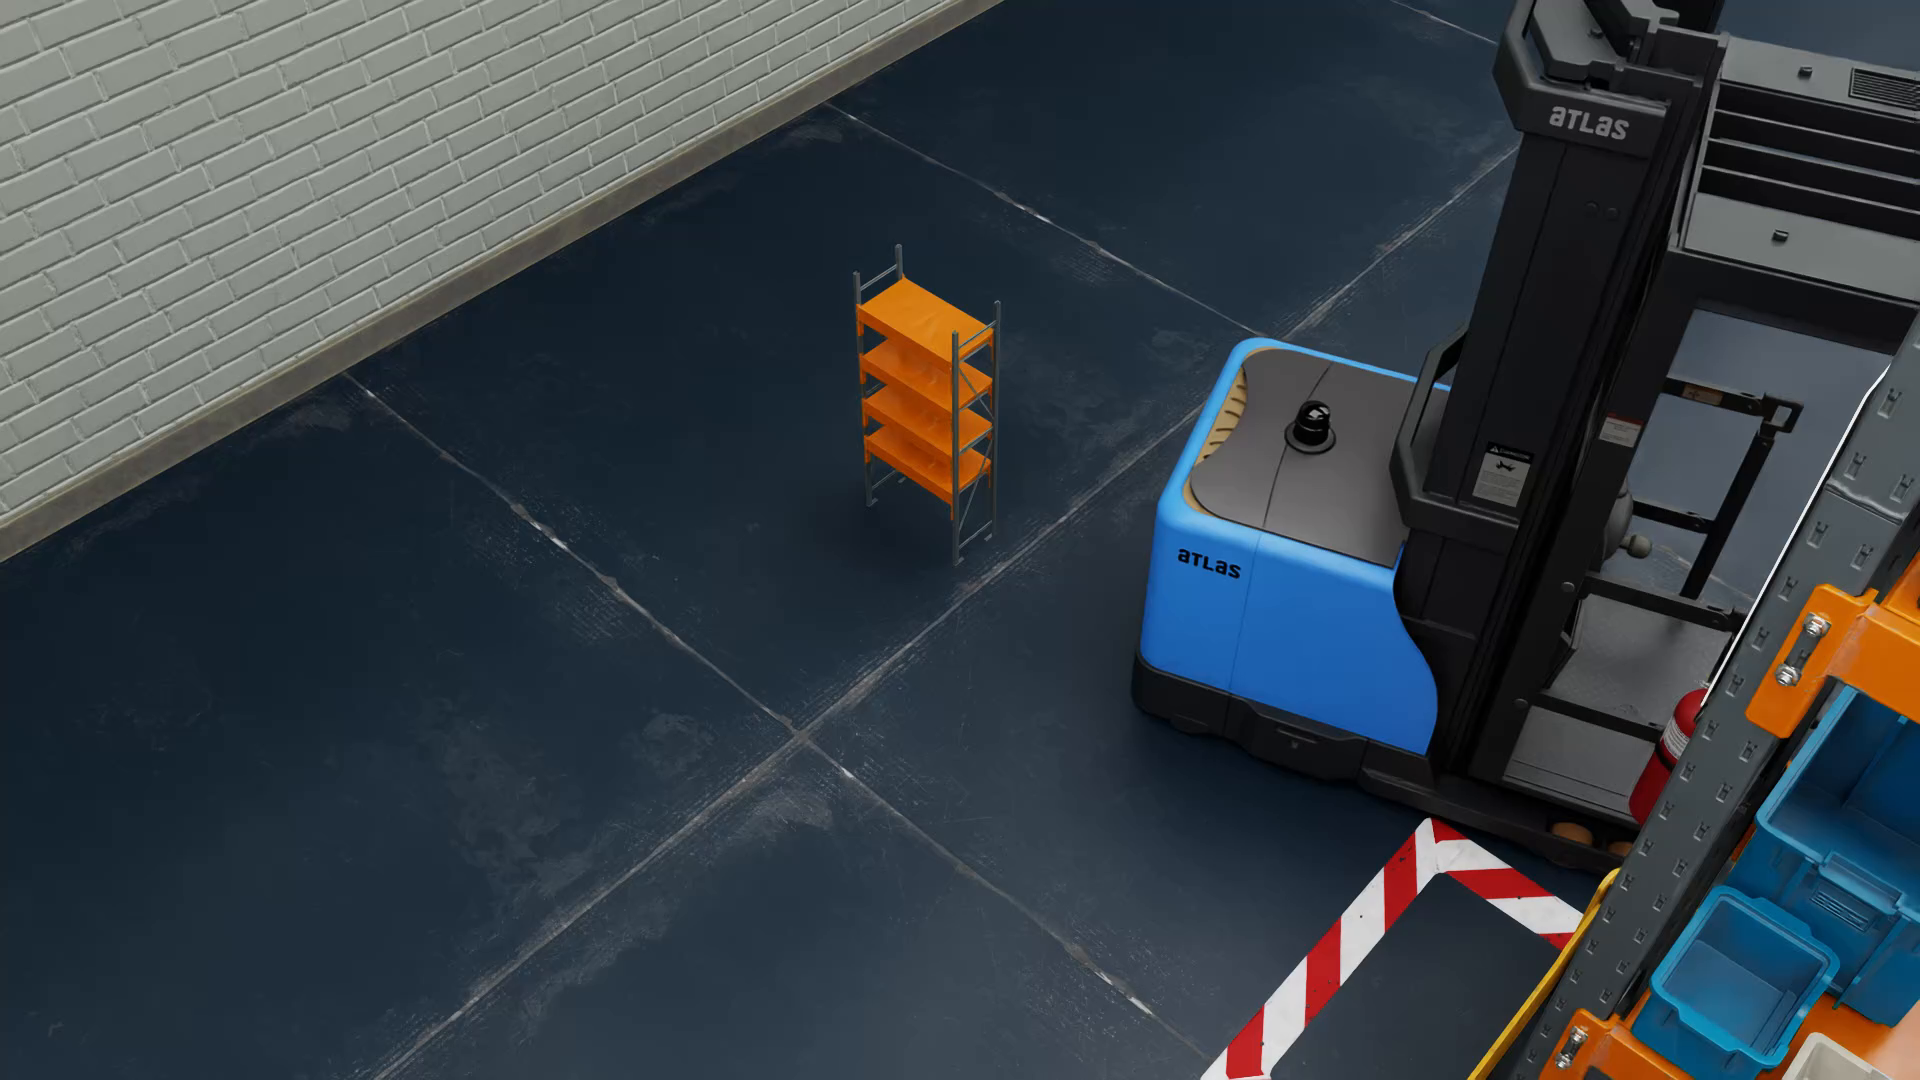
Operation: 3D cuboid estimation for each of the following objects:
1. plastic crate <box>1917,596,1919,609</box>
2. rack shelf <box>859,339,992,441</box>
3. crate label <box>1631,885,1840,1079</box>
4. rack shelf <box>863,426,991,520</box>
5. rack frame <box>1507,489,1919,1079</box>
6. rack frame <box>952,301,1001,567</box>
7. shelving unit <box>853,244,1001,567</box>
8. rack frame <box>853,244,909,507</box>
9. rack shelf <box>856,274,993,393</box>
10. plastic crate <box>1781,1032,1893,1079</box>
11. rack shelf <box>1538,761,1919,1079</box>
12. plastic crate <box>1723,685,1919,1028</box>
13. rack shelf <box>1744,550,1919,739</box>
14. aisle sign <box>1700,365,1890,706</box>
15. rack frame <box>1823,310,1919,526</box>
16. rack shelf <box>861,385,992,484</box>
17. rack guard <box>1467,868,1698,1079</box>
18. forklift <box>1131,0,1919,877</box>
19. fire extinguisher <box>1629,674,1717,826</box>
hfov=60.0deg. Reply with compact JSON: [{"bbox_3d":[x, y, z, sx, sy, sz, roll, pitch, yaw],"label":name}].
[{"bbox_3d":[1.888,0.064,2.665,0.590,0.269,0.497,34,55,28],"label":"plastic crate"},{"bbox_3d":[-0.122,-0.600,6.275,0.480,0.148,0.258,34,55,28],"label":"rack shelf"},{"bbox_3d":[1.752,1.041,3.788,0.303,0.233,0.416,34,55,28],"label":"crate label"},{"bbox_3d":[-0.122,-0.311,6.583,0.480,0.148,0.258,34,55,28],"label":"rack shelf"},{"bbox_3d":[1.794,0.706,4.029,0.127,3.000,1.000,34,55,28],"label":"rack frame"},{"bbox_3d":[0.058,-0.372,6.276,0.015,1.200,0.240,34,55,28],"label":"rack frame"},{"bbox_3d":[-0.122,-0.493,6.389,0.503,1.200,0.258,34,55,28],"label":"shelving unit"},{"bbox_3d":[-0.301,-0.613,6.503,0.015,1.200,0.240,34,55,28],"label":"rack frame"},{"bbox_3d":[-0.122,-0.762,6.103,0.480,0.148,0.258,34,55,28],"label":"rack shelf"},{"bbox_3d":[1.932,1.277,3.633,0.298,0.136,0.250,34,55,28],"label":"plastic crate"},{"bbox_3d":[3.264,1.941,3.363,4.000,0.370,1.077,34,55,28],"label":"rack shelf"},{"bbox_3d":[2.167,0.739,3.933,0.499,0.435,0.616,34,55,28],"label":"plastic crate"},{"bbox_3d":[3.264,0.915,2.270,4.000,0.370,1.077,34,55,28],"label":"rack shelf"},{"bbox_3d":[1.540,-0.060,2.966,0.004,0.787,0.394,34,55,28],"label":"aisle sign"},{"bbox_3d":[1.794,-1.347,1.842,0.127,3.000,1.000,34,55,28],"label":"rack frame"},{"bbox_3d":[-0.122,-0.446,6.438,0.480,0.148,0.258,34,55,28],"label":"rack shelf"},{"bbox_3d":[1.767,1.557,4.945,0.348,0.500,1.175,34,55,28],"label":"rack guard"},{"bbox_3d":[2.194,-0.270,4.993,3.031,2.935,1.130,17,49,16],"label":"forklift"},{"bbox_3d":[1.991,0.542,4.492,0.183,0.674,0.296,34,55,28],"label":"fire extinguisher"}]
